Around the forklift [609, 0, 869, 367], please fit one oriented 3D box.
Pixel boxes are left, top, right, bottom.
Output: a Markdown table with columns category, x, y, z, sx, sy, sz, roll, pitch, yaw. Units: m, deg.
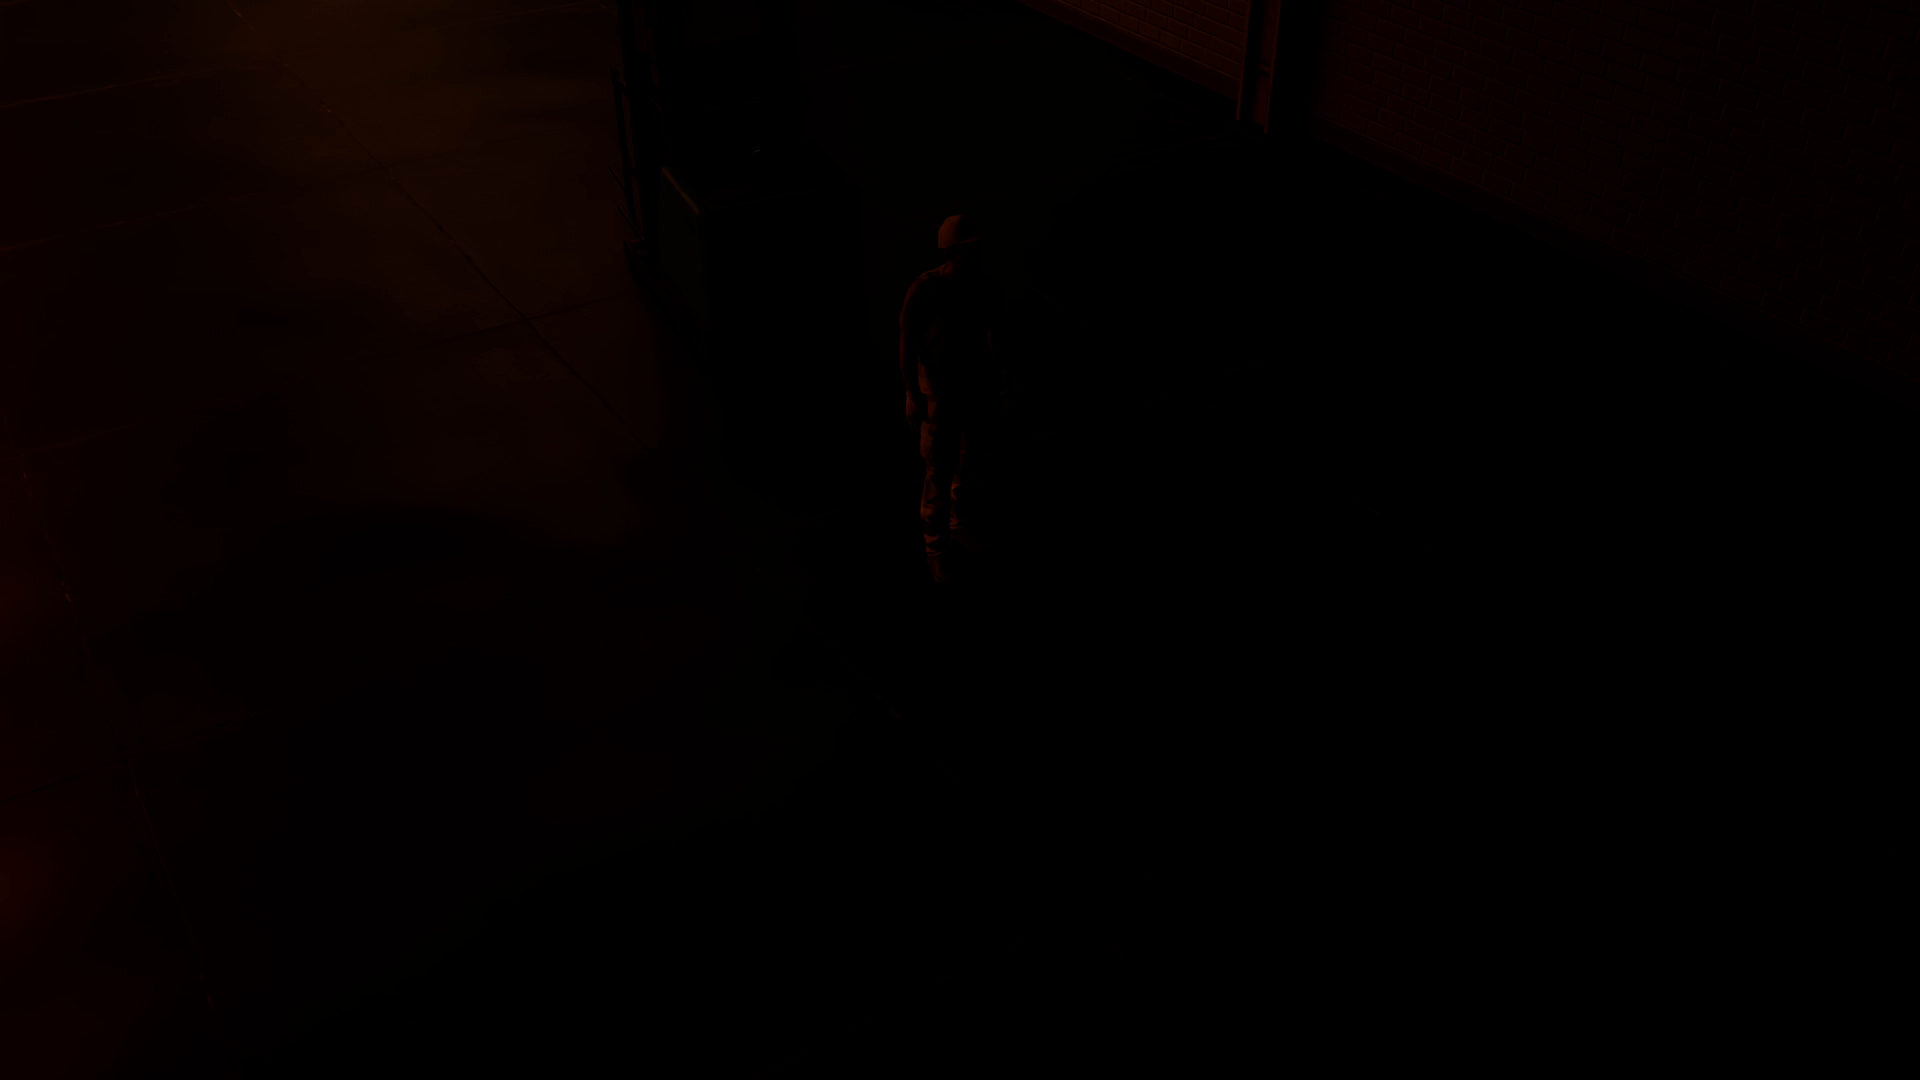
| category | x | y | z | sx | sy | sz | roll | pitch | yaw |
| --- | --- | --- | --- | --- | --- | --- | --- | --- | --- |
| forklift | -1.649 | -3.084 | 10.536 | 1.130 | 2.935 | 3.031 | -15 | 38 | -20 |

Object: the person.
| category | x | y | z | sx | sy | sz | roll | pitch | yaw |
| --- | --- | --- | --- | --- | --- | --- | --- | --- | --- |
| person | 0.033 | -0.696 | 8.118 | 0.637 | 1.787 | 0.564 | -21 | 40 | -27 |
